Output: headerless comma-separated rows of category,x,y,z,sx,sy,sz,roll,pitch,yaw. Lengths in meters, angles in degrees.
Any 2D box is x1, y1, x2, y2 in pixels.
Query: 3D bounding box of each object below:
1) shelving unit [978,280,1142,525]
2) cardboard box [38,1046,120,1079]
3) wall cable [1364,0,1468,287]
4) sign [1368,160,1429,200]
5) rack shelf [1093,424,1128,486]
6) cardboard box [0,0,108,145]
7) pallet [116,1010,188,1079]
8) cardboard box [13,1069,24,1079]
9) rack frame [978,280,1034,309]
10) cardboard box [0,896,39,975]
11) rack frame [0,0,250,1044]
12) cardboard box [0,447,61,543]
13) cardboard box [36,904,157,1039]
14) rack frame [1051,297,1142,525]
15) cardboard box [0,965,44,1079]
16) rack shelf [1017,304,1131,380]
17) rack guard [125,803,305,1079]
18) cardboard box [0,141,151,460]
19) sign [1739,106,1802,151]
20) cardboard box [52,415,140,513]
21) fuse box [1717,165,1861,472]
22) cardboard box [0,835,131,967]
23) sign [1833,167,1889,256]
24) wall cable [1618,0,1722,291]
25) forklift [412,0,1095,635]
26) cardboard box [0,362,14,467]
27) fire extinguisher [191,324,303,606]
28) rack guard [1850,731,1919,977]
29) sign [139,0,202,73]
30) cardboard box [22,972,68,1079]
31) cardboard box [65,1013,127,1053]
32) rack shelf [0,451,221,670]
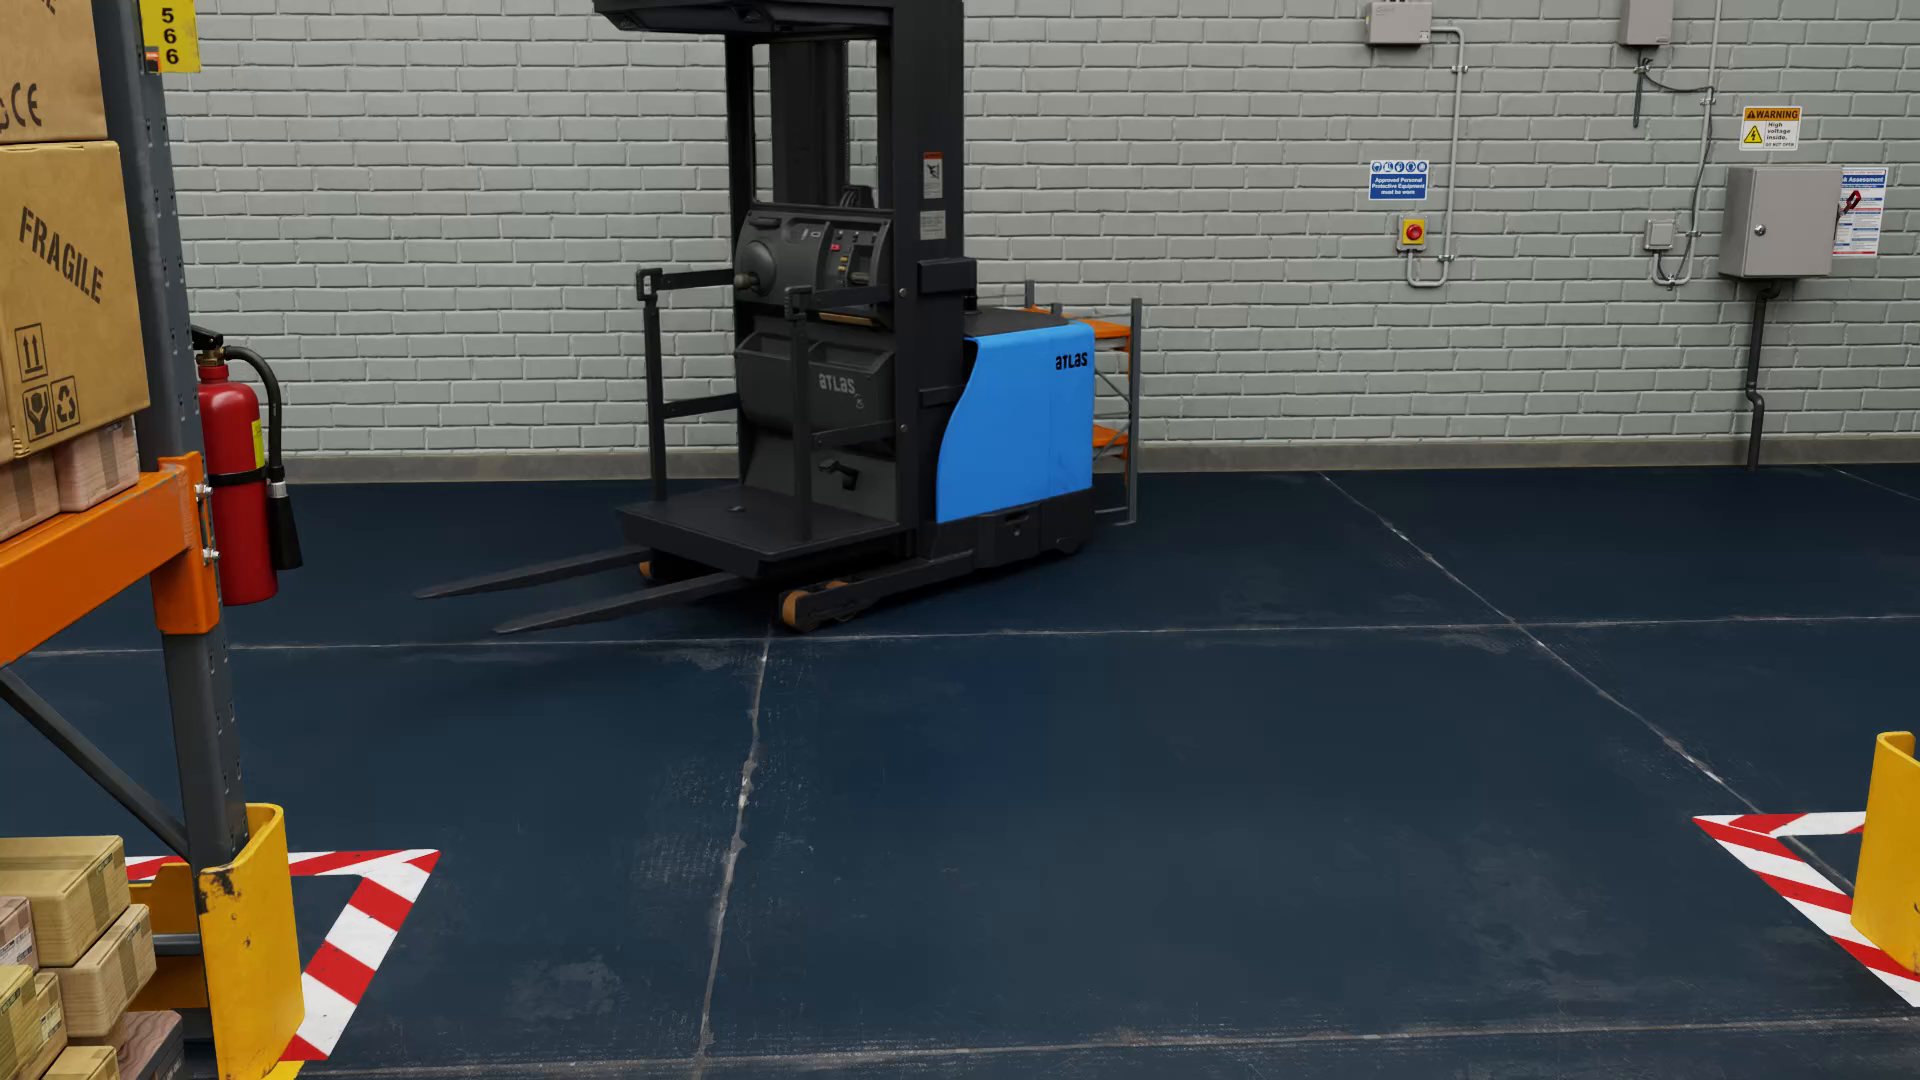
shelving unit,0.416,-0.717,8.554,0.538,1.125,1.048,-8,16,-27
cardboard box,-1.720,1.021,2.917,0.380,0.149,0.250,0,14,-2
wall cable,2.484,-2.357,9.066,0.585,1.953,0.123,-1,14,-3
sign,2.432,-1.995,9.219,0.327,0.218,0.001,-1,14,-3
rack shelf,0.416,-0.480,8.615,0.538,0.278,1.000,-8,16,-27
cardboard box,-1.801,-0.913,2.752,0.500,0.500,0.500,-1,14,-5
pallet,-2.058,1.225,2.840,1.003,0.211,1.213,-1,14,-3
cardboard box,-1.726,0.943,2.624,0.380,0.149,0.250,-1,15,-6
rack frame,0.174,-0.828,8.987,0.500,1.125,0.032,-8,16,-27
cardboard box,-1.834,0.734,2.839,0.380,0.149,0.250,-1,14,-2
rack frame,-2.078,-0.346,3.353,1.000,3.000,0.127,-1,14,-3
cardboard box,-1.797,-0.086,2.844,0.380,0.149,0.250,-1,14,-4
cardboard box,-1.760,0.814,3.126,0.380,0.149,0.250,-1,14,-5
rack frame,0.659,-0.605,8.121,0.500,1.125,0.032,-8,16,-27
cardboard box,-1.691,0.796,2.596,0.380,0.149,0.250,-1,14,-5
rack shelf,0.416,-1.000,8.481,0.538,0.278,1.000,-8,16,-27
rack guard,-2.073,0.883,3.591,1.175,0.500,0.348,-1,14,-3
cardboard box,-1.793,-0.431,2.885,0.500,0.500,0.500,-1,14,-2
sign,4.522,-2.297,9.276,0.339,0.242,0.001,-1,14,-3
cardboard box,-1.775,-0.148,3.086,0.380,0.149,0.250,-1,14,-3
fuse box,4.590,-1.222,9.342,0.539,1.711,0.414,-1,14,-3
cardboard box,-1.792,0.670,3.085,0.380,0.149,0.250,-1,14,-3
sign,5.070,-1.859,9.423,0.329,0.494,0.001,-1,14,-3
wall cable,3.899,-2.367,9.167,0.588,1.984,0.122,-1,14,-3
forklift,-0.773,-1.199,6.805,3.031,2.935,1.130,-14,20,-43
cardboard box,-1.766,-0.303,2.387,0.500,0.500,0.500,-1,14,-4
fire extinguisher,-1.632,-0.198,3.680,0.296,0.674,0.183,-1,14,-3
rack guard,2.855,0.757,4.082,1.175,0.500,0.348,-1,14,-3
sign,-1.522,-1.064,3.183,0.100,0.325,0.005,-1,14,-3
cardboard box,-1.798,0.879,2.870,0.380,0.149,0.250,-1,14,-5
cardboard box,-1.837,0.959,3.160,0.380,0.149,0.250,-1,14,-2
rack shelf,-1.954,0.499,1.510,1.077,0.370,4.000,-1,14,-3
